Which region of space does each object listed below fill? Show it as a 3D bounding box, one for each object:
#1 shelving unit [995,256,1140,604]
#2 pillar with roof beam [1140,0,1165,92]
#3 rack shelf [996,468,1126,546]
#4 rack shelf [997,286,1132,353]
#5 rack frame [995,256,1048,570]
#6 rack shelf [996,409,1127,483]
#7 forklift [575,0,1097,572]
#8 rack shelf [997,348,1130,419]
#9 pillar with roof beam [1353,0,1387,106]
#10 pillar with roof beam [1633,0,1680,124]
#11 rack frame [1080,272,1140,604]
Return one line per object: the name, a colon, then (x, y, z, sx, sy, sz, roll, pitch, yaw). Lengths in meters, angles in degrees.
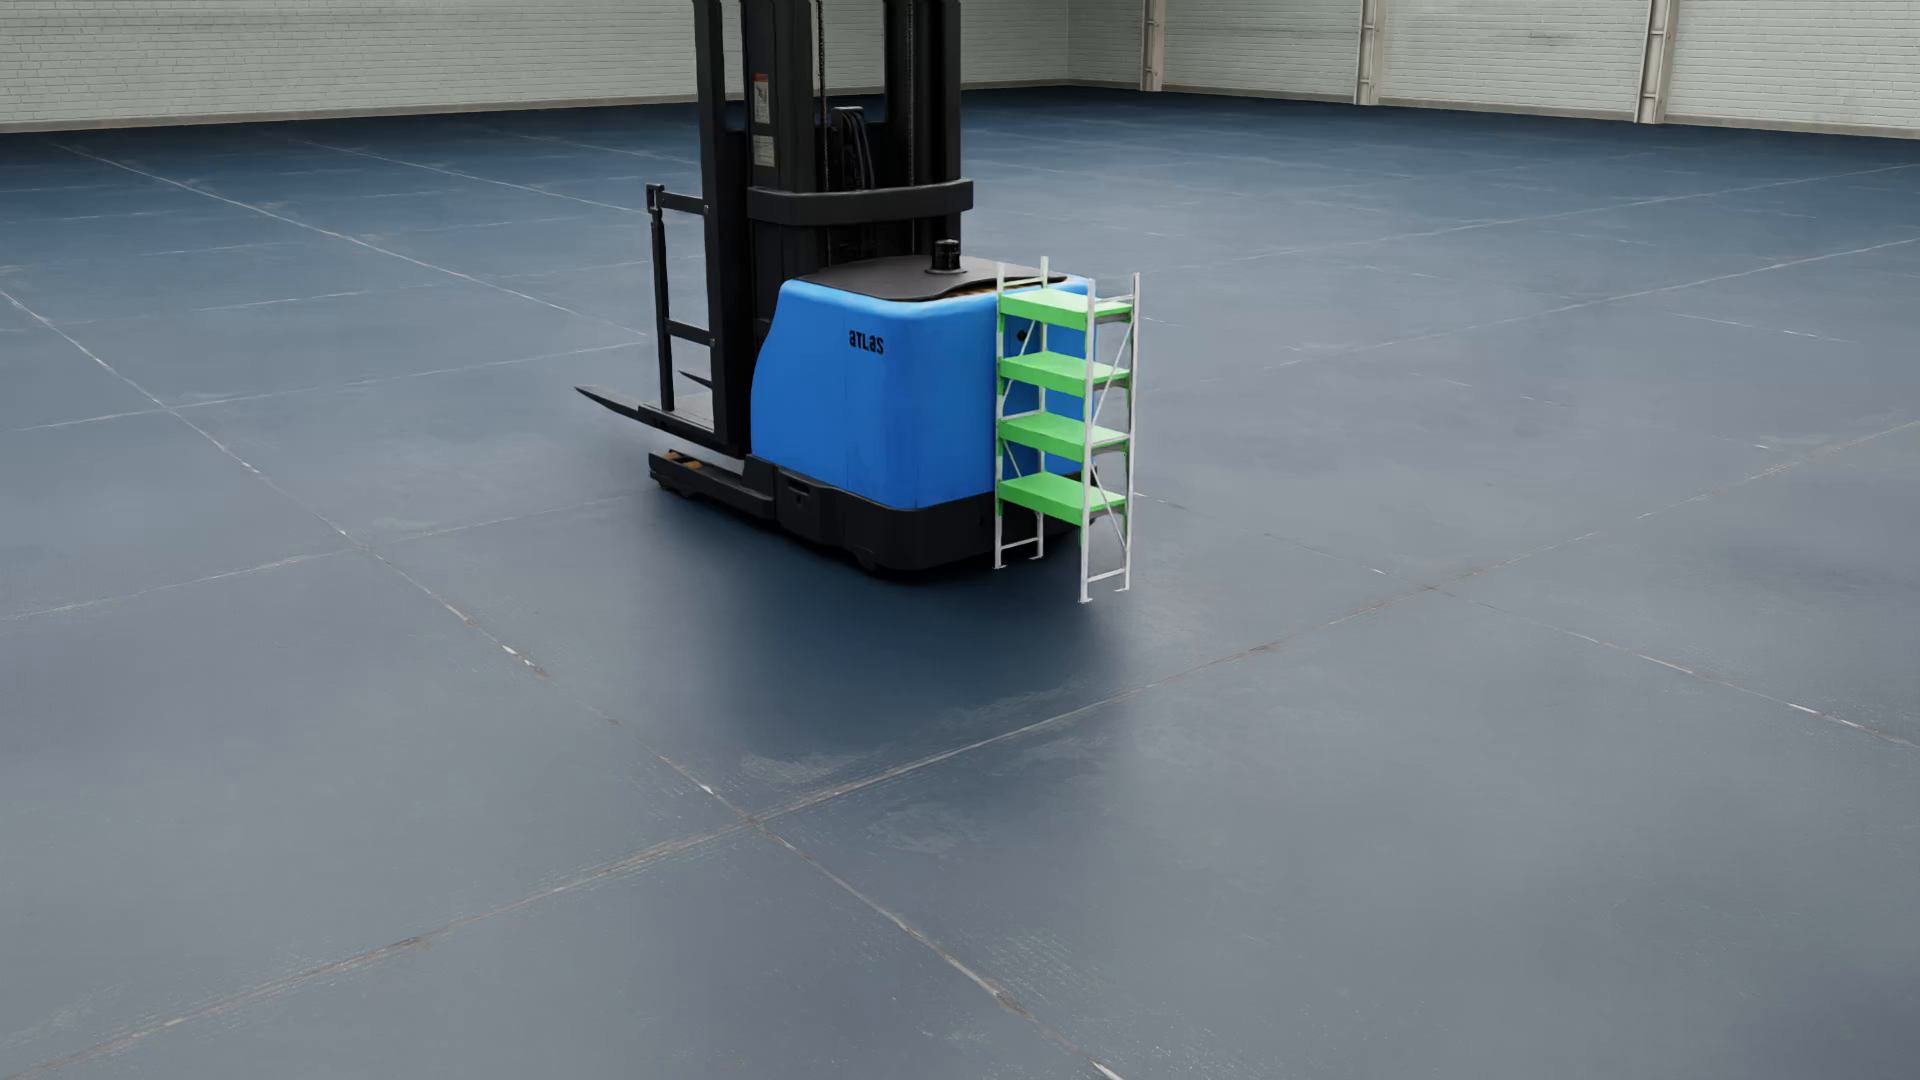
shelving unit: (0.388, -0.418, 6.217, 0.258, 1.200, 0.503, -14, 23, -37)
pillar with roof beam: (0.905, -13.491, 33.290, 9.100, 9.000, 0.400, -14, 23, -36)
rack shelf: (0.388, -0.130, 6.312, 0.258, 0.148, 0.480, -14, 23, -37)
rack shelf: (0.388, -0.813, 6.086, 0.258, 0.148, 0.480, -14, 23, -37)
rack frame: (0.234, -0.478, 6.396, 0.240, 1.200, 0.015, -14, 23, -37)
rack shelf: (0.388, -0.358, 6.237, 0.258, 0.148, 0.480, -14, 23, -37)
forklift: (-0.760, -1.665, 7.228, 1.130, 2.935, 3.031, -14, 23, -37)
rack shelf: (0.388, -0.585, 6.161, 0.258, 0.148, 0.480, -14, 23, -37)
pillar with roof beam: (4.630, -12.013, 28.826, 9.100, 9.000, 0.400, -14, 23, -36)
pillar with roof beam: (8.355, -10.534, 24.361, 9.100, 9.000, 0.400, -14, 23, -36)
rack frame: (0.543, -0.359, 6.037, 0.240, 1.200, 0.015, -14, 23, -37)
